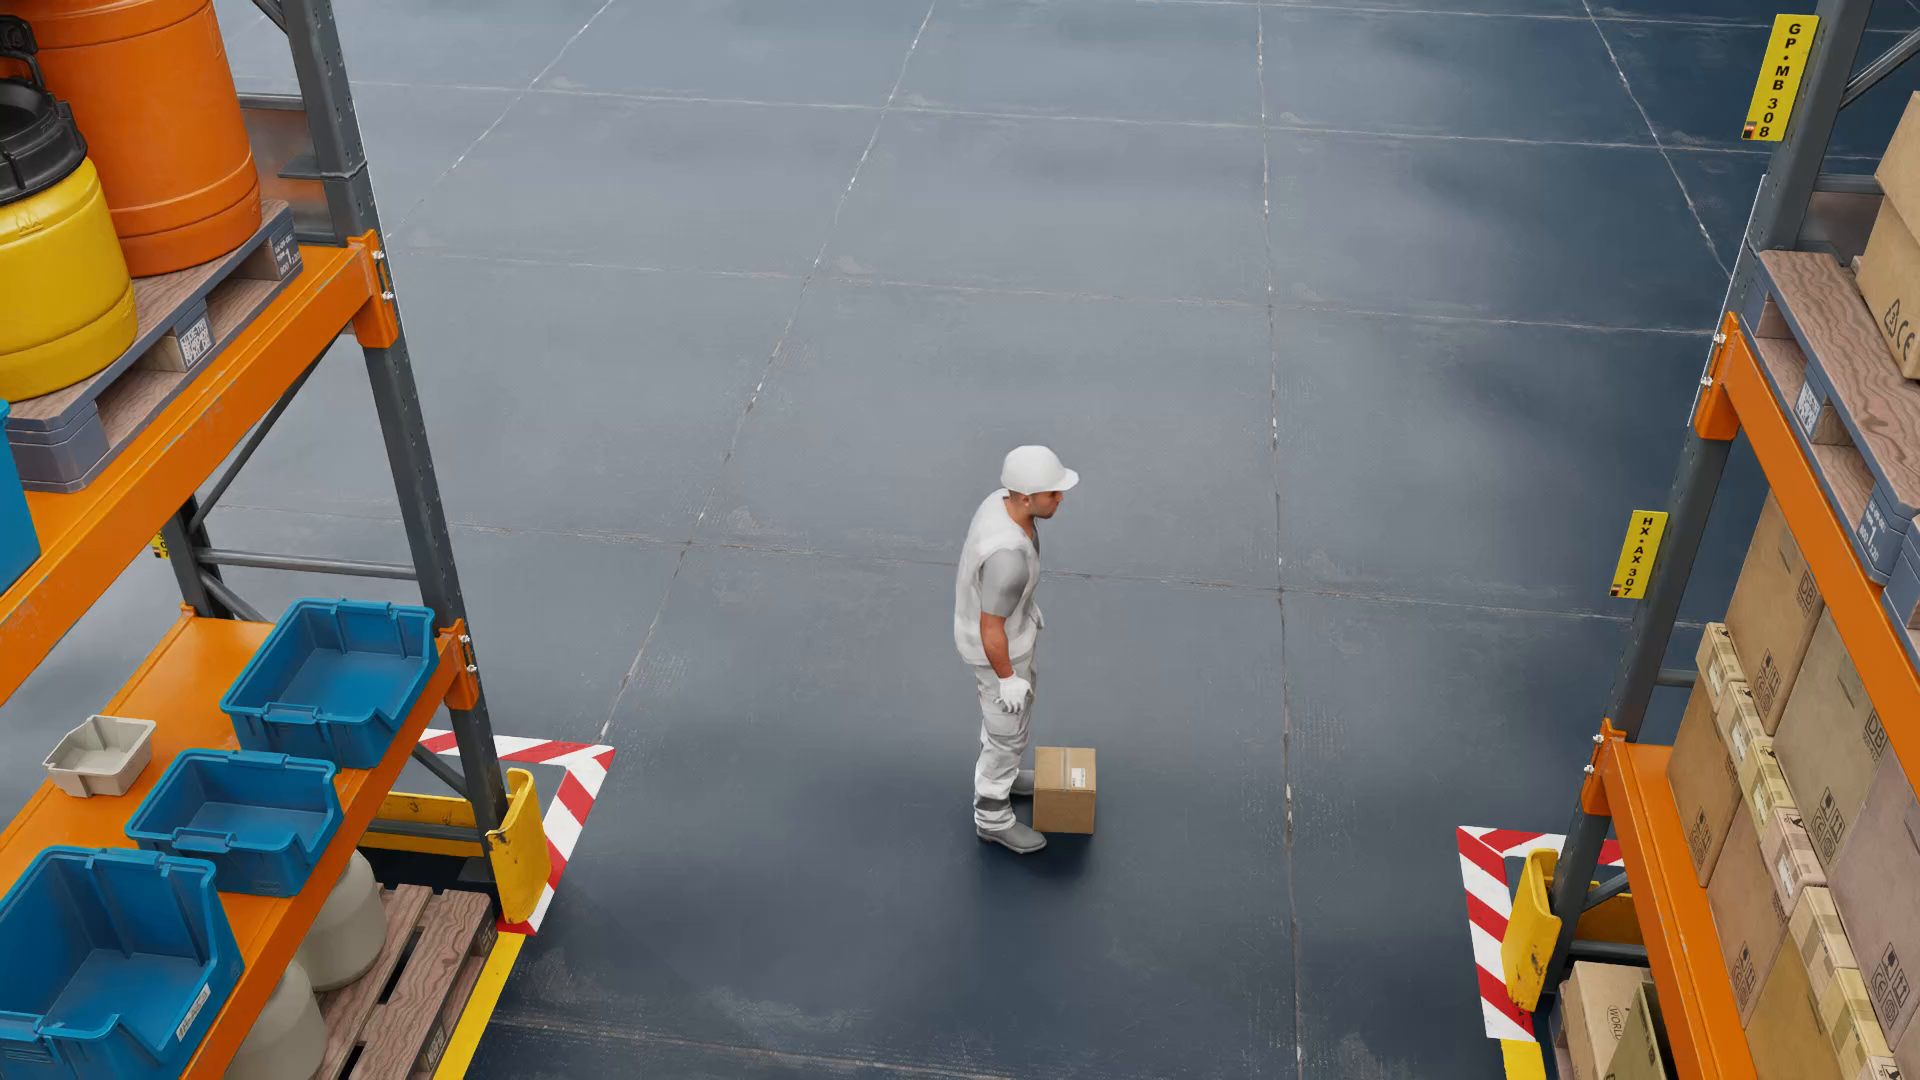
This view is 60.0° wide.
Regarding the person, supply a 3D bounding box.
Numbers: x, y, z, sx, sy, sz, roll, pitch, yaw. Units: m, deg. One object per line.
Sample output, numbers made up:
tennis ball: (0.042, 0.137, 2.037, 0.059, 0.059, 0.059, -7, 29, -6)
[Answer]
person: (0.204, 0.402, 6.470, 0.448, 1.780, 0.610, 5, 36, 6)
